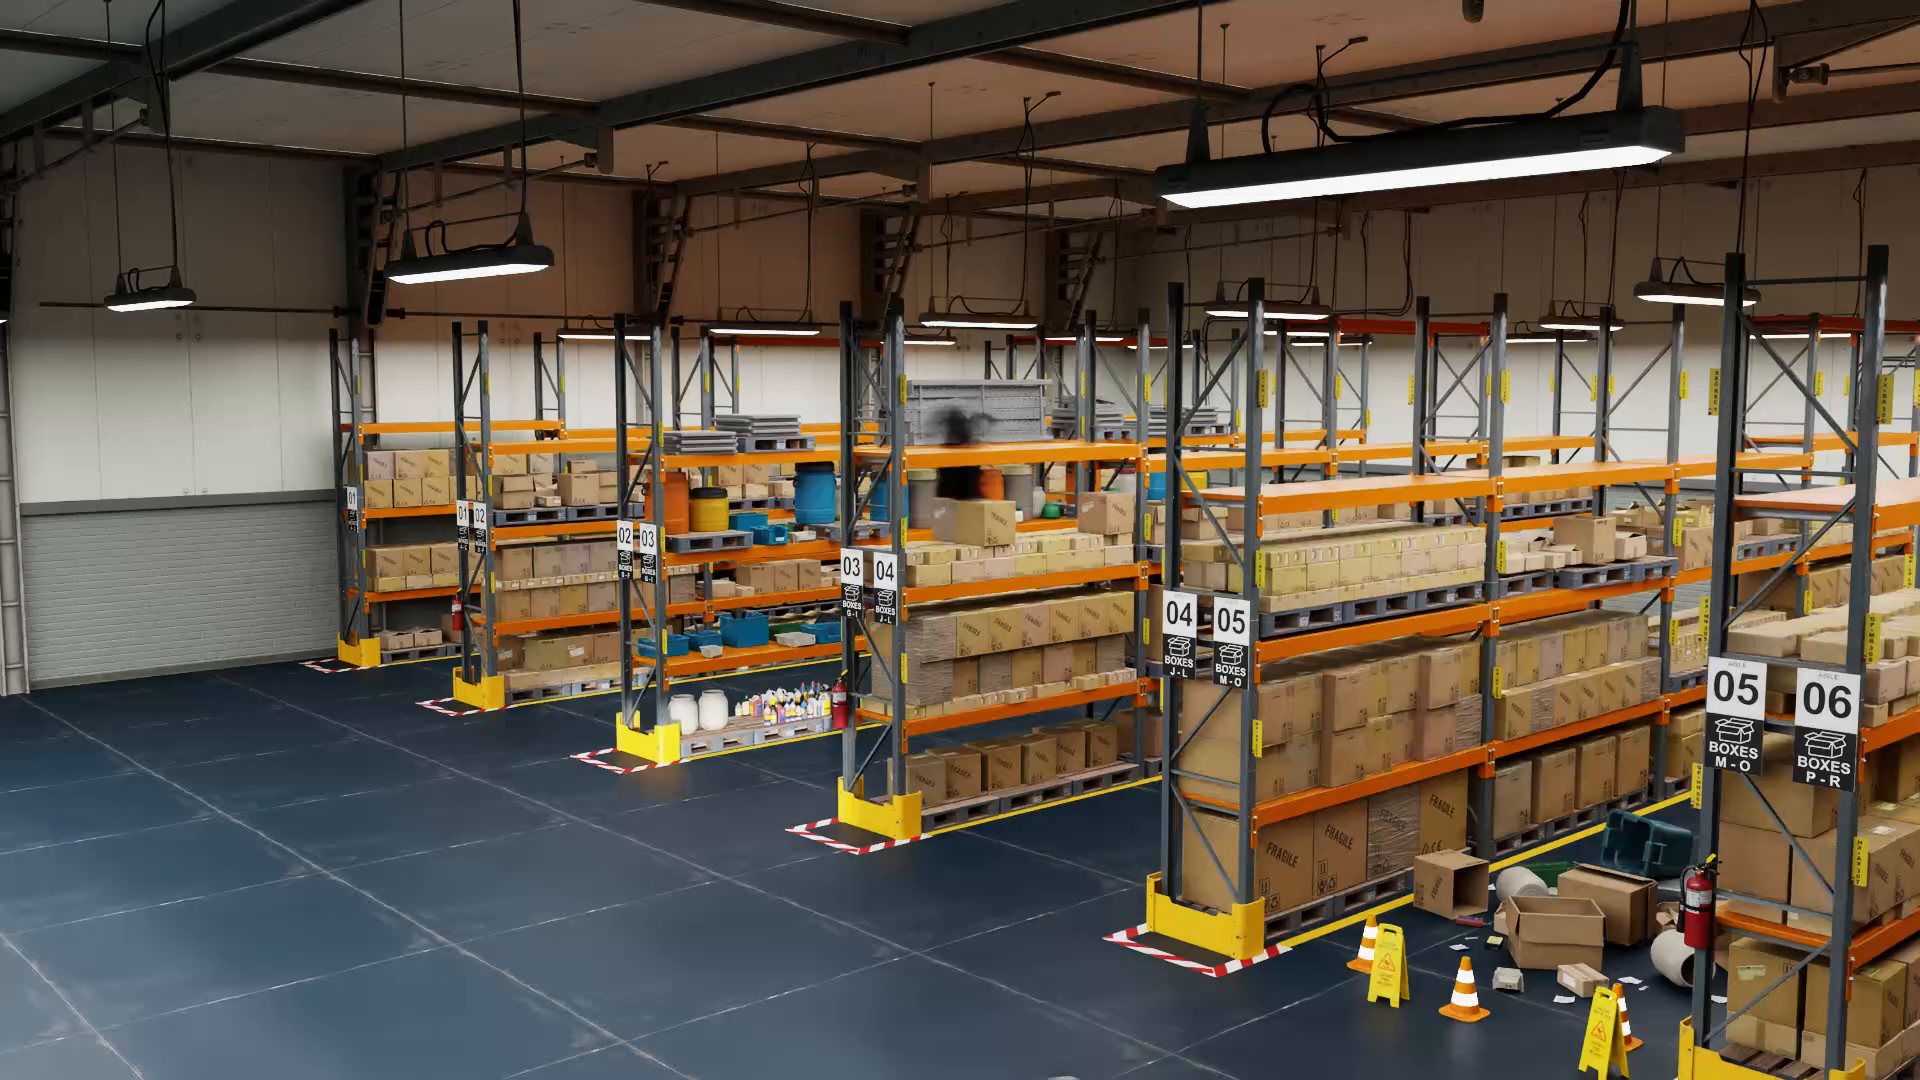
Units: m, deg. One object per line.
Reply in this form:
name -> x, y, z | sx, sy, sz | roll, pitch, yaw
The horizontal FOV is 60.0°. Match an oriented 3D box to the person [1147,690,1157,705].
person -> 3.033, 1.883, 24.934 | 0.683, 1.727, 0.546 | -5, 8, -44
